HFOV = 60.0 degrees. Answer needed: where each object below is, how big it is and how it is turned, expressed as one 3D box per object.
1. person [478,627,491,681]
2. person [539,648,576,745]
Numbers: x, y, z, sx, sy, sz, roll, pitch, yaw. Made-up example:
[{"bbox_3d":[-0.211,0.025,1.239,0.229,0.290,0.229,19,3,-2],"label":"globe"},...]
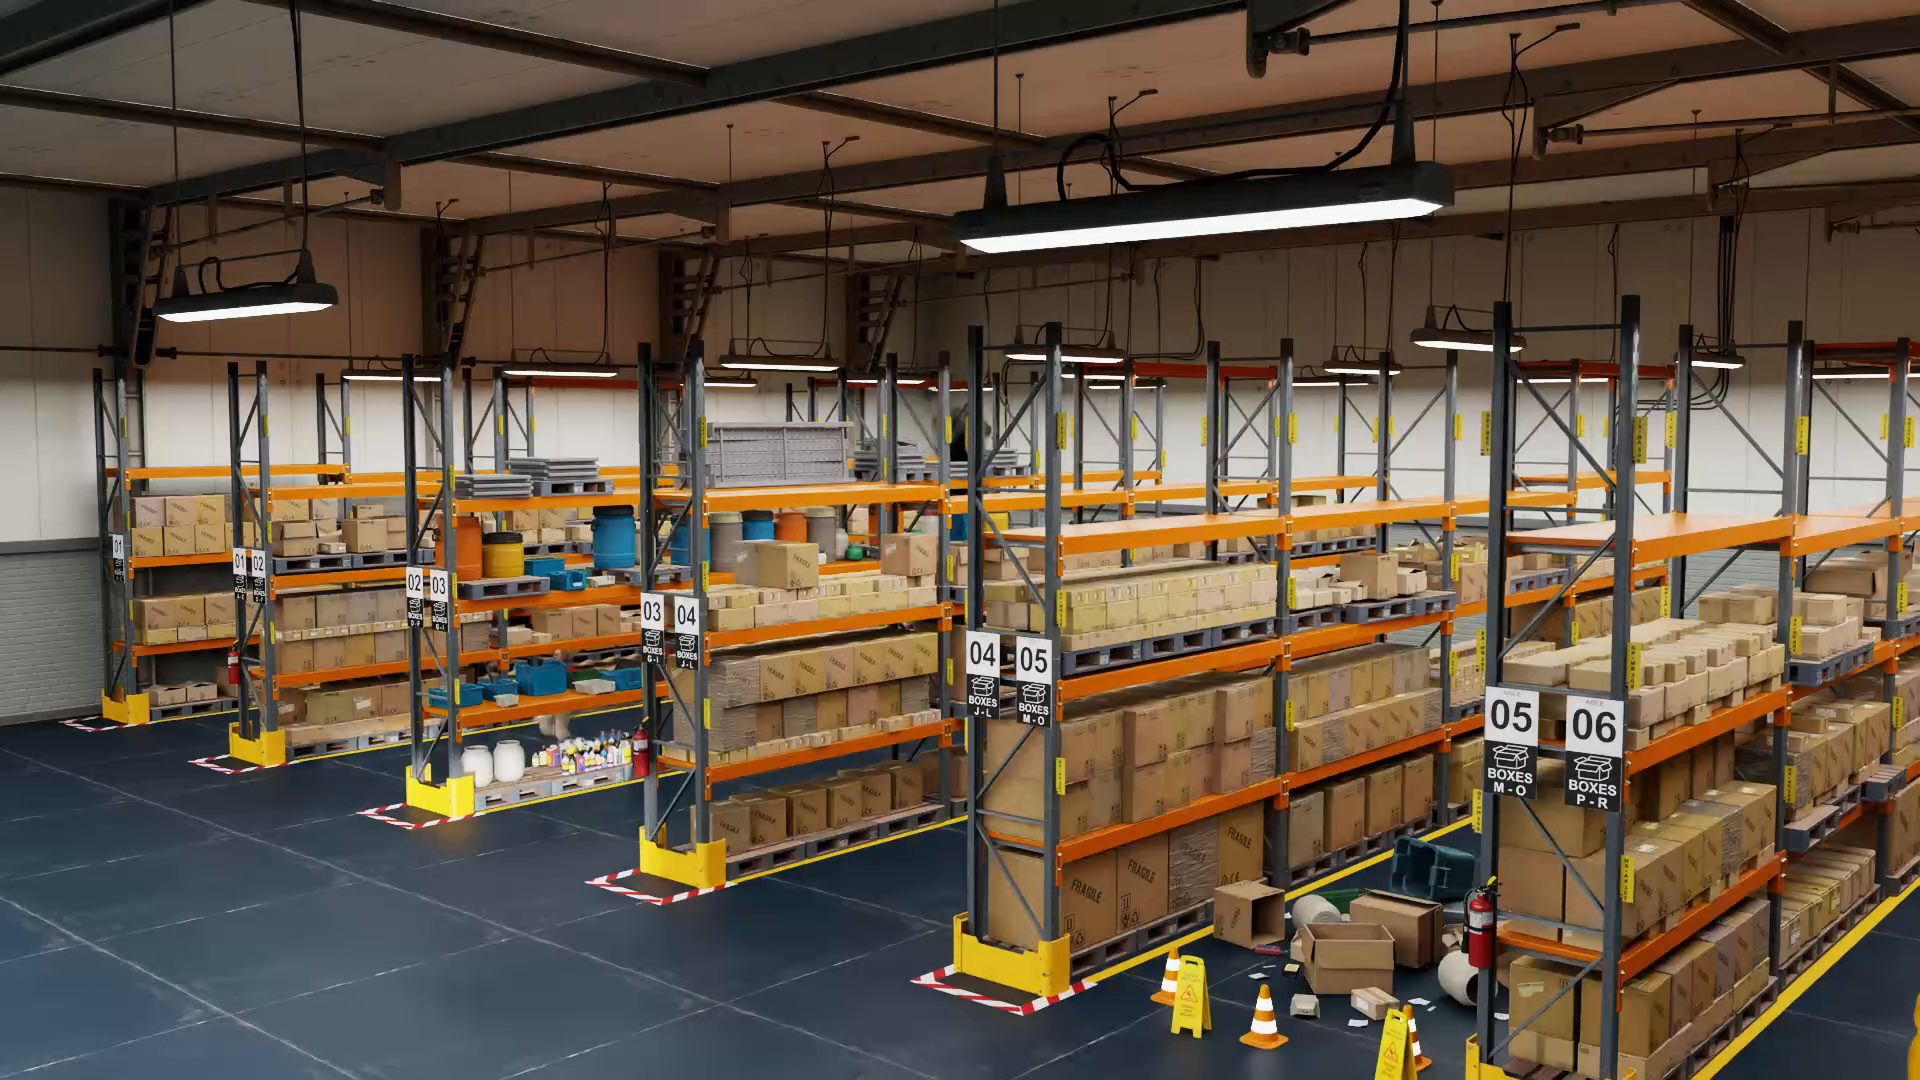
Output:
[{"bbox_3d":[-8.757,2.142,30.473,0.537,1.585,0.779,2,5,26],"label":"person"},{"bbox_3d":[-6.082,2.478,25.102,0.658,1.683,0.590,2,5,29],"label":"person"}]
